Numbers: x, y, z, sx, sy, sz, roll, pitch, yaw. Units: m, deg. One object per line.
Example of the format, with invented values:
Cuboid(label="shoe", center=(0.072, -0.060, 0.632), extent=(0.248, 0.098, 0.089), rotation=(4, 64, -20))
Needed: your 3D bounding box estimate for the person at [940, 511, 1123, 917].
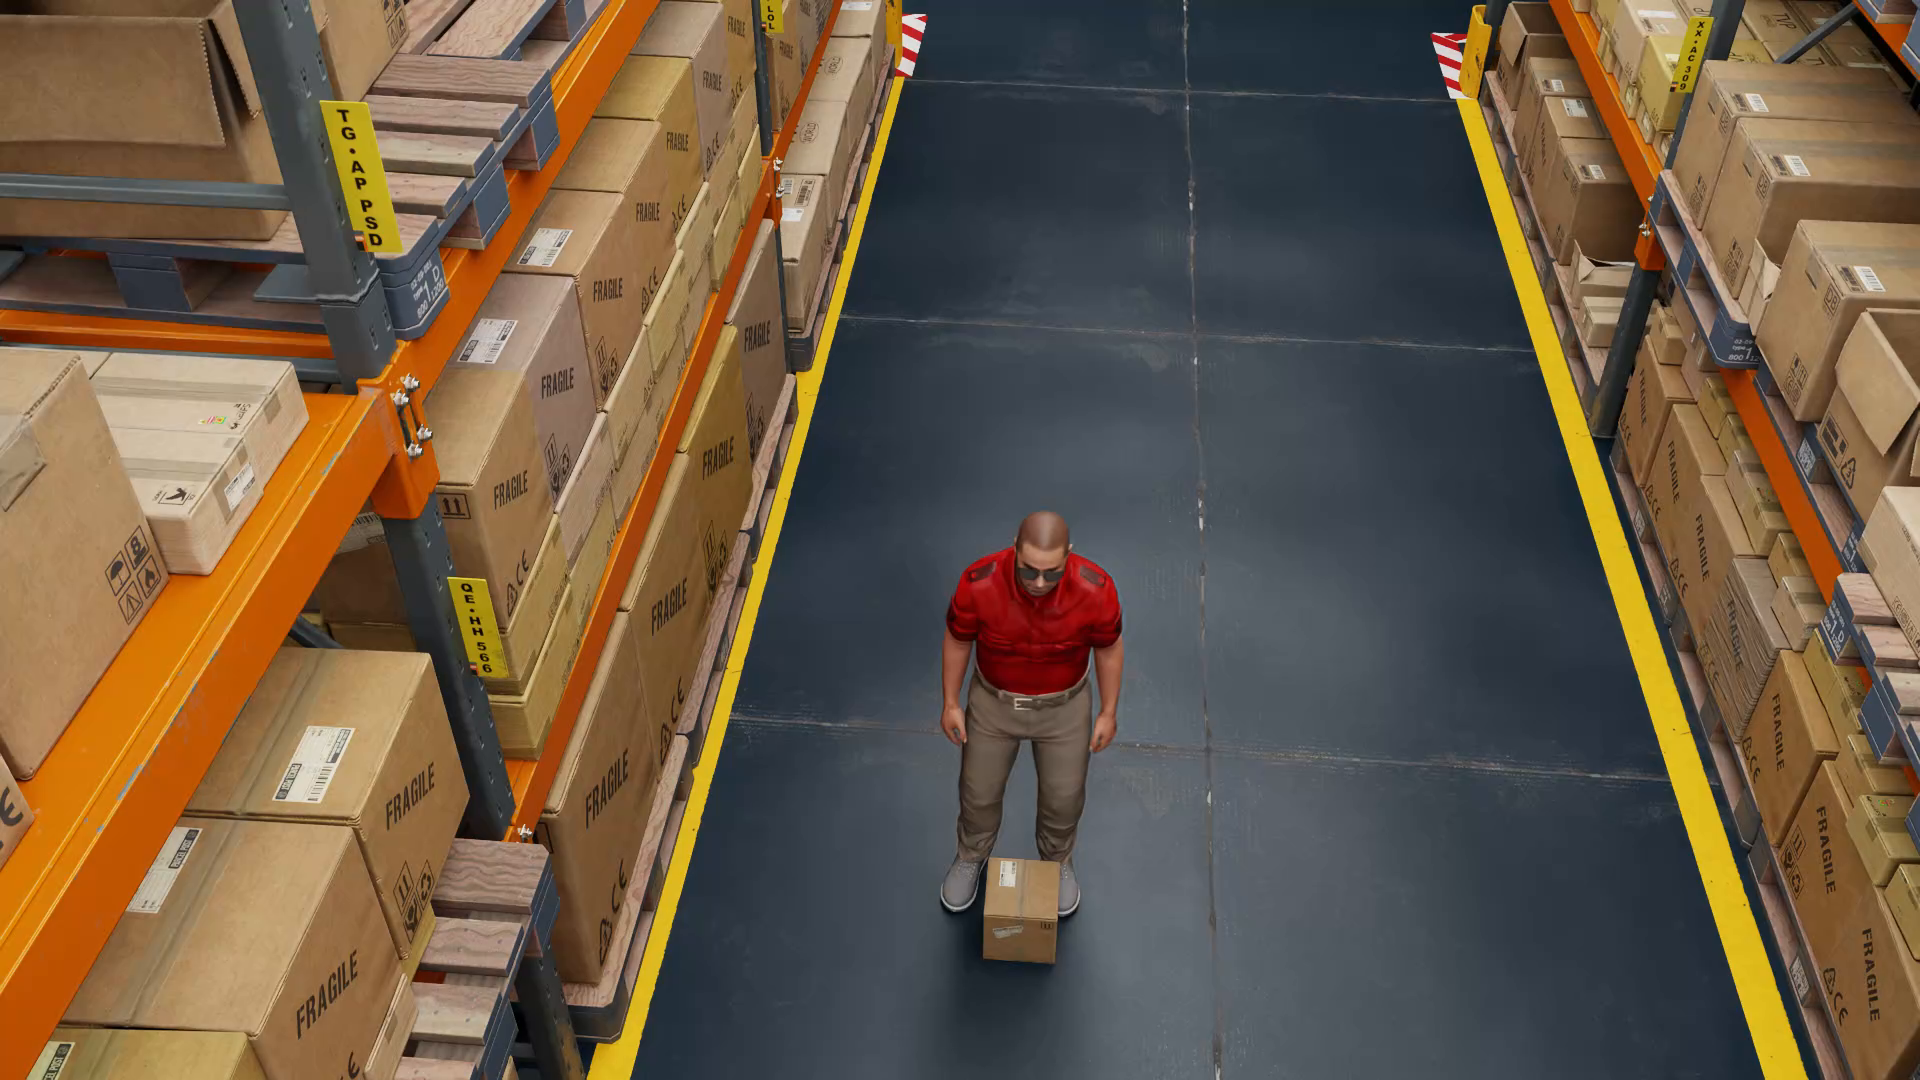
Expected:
Cuboid(label="person", center=(0.231, 0.558, 5.498), extent=(0.590, 1.726, 0.388), rotation=(3, 40, 3))
